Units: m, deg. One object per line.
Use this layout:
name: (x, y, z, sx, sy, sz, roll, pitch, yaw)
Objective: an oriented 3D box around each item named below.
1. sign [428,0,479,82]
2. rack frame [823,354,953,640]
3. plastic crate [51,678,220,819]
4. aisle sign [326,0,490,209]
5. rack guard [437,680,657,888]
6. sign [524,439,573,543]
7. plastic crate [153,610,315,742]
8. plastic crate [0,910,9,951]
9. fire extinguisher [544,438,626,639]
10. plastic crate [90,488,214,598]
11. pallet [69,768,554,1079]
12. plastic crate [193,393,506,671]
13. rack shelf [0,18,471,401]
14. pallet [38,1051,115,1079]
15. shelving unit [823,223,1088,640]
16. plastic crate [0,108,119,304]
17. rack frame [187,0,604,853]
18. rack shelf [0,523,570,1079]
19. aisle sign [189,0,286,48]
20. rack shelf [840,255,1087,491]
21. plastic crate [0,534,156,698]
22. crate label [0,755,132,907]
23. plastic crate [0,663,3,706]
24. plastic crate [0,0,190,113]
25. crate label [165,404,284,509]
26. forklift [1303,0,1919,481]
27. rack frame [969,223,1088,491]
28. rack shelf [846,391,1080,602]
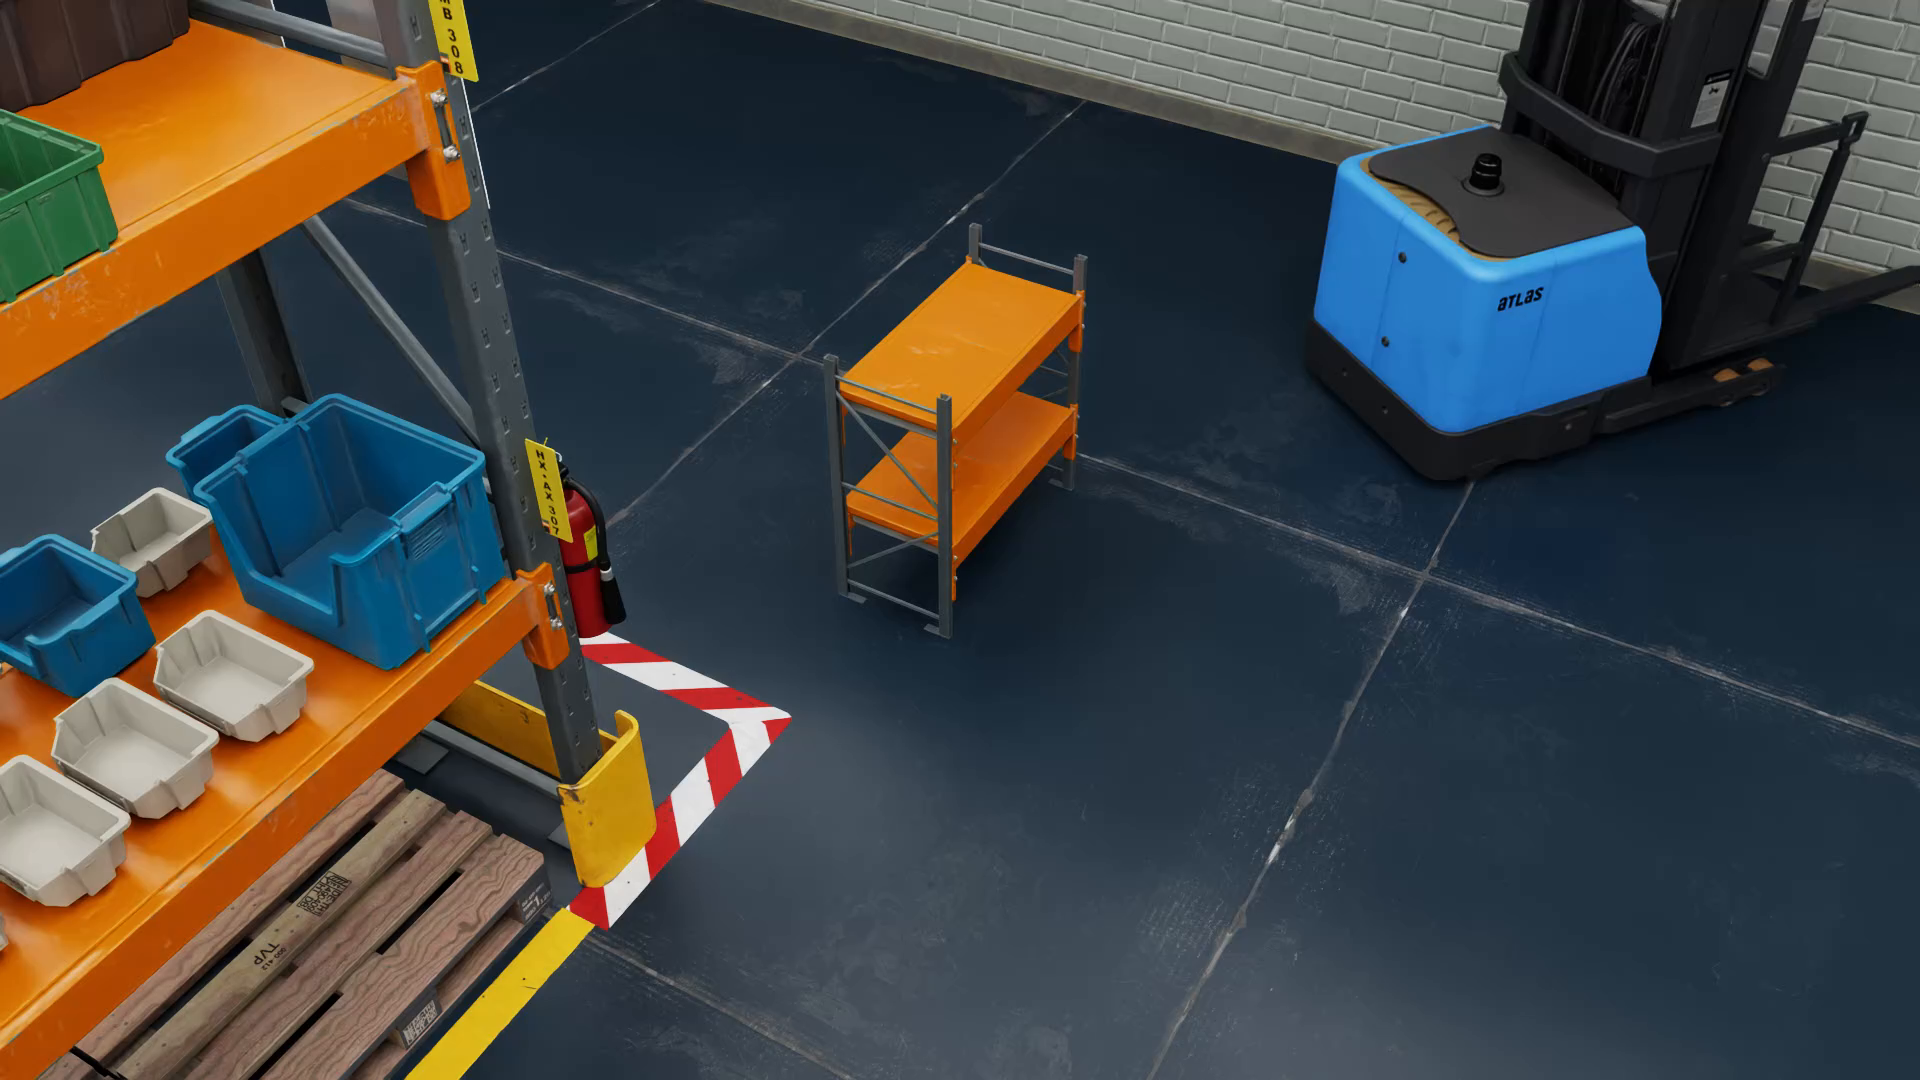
sign: (-1.113, -1.156, 3.602, 0.100, 0.325, 0.005, 21, 45, 22)
rack frame: (-0.251, -0.135, 6.052, 0.500, 1.125, 0.032, 21, 45, 22)
plastic crate: (-2.006, 0.522, 4.041, 0.396, 0.136, 0.243, 21, 45, 22)
aisle sign: (-1.307, -1.162, 3.832, 0.394, 0.787, 0.004, 21, 45, 22)
rack guard: (-1.596, 0.678, 5.601, 1.175, 0.500, 0.348, 21, 45, 22)
sign: (-1.113, -0.130, 4.505, 0.100, 0.325, 0.005, 21, 45, 22)
plastic crate: (-1.848, 0.361, 4.224, 0.396, 0.136, 0.243, 21, 45, 22)
plastic crate: (-2.256, 0.865, 3.652, 0.298, 0.136, 0.250, 21, 45, 22)
fire extinguisher: (-1.128, -0.009, 4.831, 0.296, 0.674, 0.183, 21, 45, 22)
plastic crate: (-2.238, 0.023, 4.608, 0.250, 0.136, 0.298, 21, 45, 22)
pallet: (-2.043, 1.264, 5.155, 1.003, 0.211, 1.213, 21, 45, 22)
plastic crate: (-1.603, -0.024, 4.436, 0.616, 0.435, 0.499, 21, 45, 22)
rack shelf: (-2.598, 0.047, 2.702, 1.077, 0.370, 4.000, 21, 45, 22)
pallet: (-2.655, 1.959, 4.366, 1.003, 0.211, 1.213, 21, 45, 22)
shelving unit: (0.003, -0.426, 6.383, 0.538, 1.125, 1.048, 21, 45, 22)
plastic crate: (-1.843, -0.629, 3.085, 0.450, 0.188, 0.336, 21, 45, 22)
rack frame: (-1.597, -0.242, 4.755, 1.000, 3.000, 0.127, 21, 45, 22)
rack shelf: (-2.598, 1.173, 3.693, 1.077, 0.370, 4.000, 21, 45, 22)
aisle sign: (-1.818, -1.357, 4.054, 0.394, 0.787, 0.004, 21, 45, 22)
rack shelf: (0.003, -0.646, 6.189, 0.538, 0.278, 1.000, 21, 45, 22)
plastic crate: (-2.335, 0.208, 4.326, 0.416, 0.233, 0.300, 21, 45, 22)
crate label: (-2.124, 0.690, 3.851, 0.396, 0.136, 0.243, 21, 45, 22)
plastic crate: (-2.577, 0.411, 4.167, 0.250, 0.136, 0.298, 21, 45, 22)
plastic crate: (-2.031, -1.190, 3.661, 0.497, 0.269, 0.590, 21, 45, 22)
crate label: (-2.006, -0.169, 4.754, 0.416, 0.233, 0.303, 21, 45, 22)
forklift: (3.123, -1.998, 6.801, 3.031, 2.935, 1.130, -17, 44, -18)
rack frame: (0.258, -0.717, 6.713, 0.500, 1.125, 0.032, 21, 45, 22)
rack shelf: (0.003, -0.243, 6.544, 0.538, 0.278, 1.000, 21, 45, 22)
